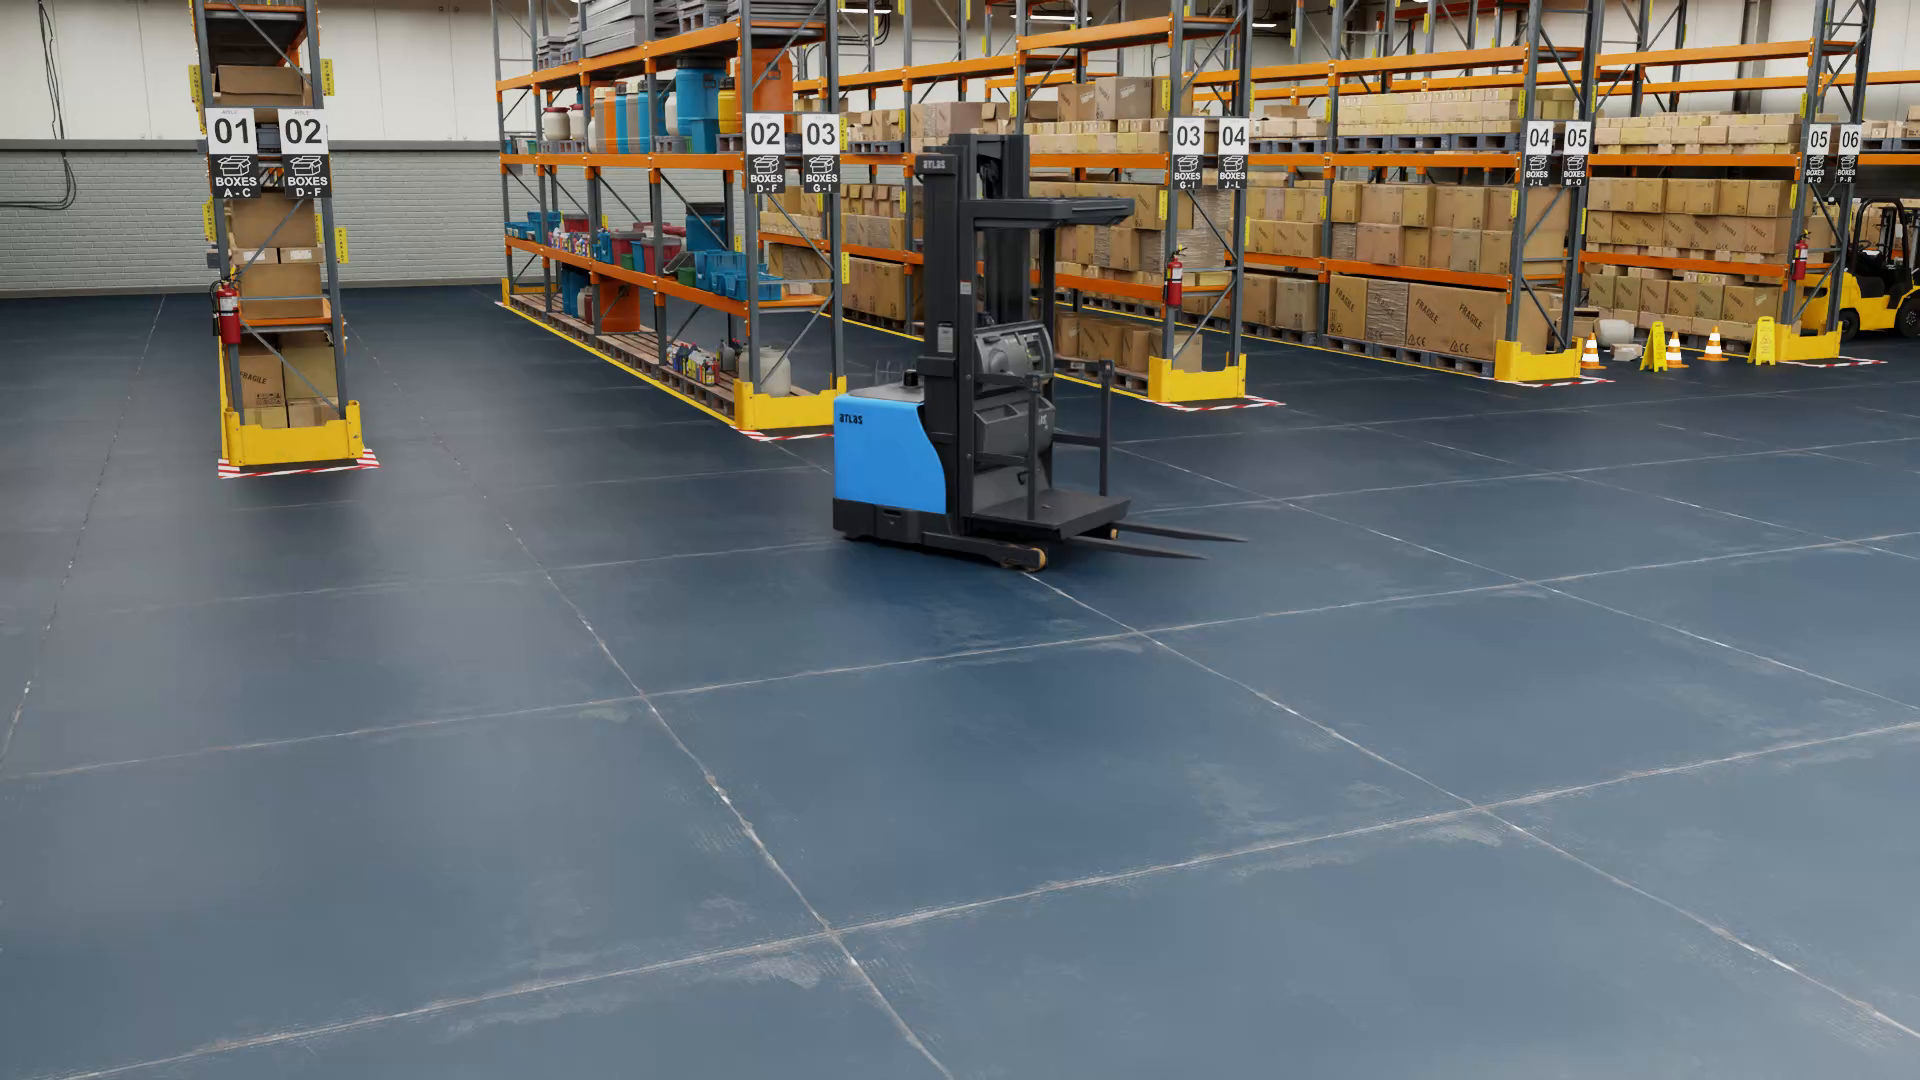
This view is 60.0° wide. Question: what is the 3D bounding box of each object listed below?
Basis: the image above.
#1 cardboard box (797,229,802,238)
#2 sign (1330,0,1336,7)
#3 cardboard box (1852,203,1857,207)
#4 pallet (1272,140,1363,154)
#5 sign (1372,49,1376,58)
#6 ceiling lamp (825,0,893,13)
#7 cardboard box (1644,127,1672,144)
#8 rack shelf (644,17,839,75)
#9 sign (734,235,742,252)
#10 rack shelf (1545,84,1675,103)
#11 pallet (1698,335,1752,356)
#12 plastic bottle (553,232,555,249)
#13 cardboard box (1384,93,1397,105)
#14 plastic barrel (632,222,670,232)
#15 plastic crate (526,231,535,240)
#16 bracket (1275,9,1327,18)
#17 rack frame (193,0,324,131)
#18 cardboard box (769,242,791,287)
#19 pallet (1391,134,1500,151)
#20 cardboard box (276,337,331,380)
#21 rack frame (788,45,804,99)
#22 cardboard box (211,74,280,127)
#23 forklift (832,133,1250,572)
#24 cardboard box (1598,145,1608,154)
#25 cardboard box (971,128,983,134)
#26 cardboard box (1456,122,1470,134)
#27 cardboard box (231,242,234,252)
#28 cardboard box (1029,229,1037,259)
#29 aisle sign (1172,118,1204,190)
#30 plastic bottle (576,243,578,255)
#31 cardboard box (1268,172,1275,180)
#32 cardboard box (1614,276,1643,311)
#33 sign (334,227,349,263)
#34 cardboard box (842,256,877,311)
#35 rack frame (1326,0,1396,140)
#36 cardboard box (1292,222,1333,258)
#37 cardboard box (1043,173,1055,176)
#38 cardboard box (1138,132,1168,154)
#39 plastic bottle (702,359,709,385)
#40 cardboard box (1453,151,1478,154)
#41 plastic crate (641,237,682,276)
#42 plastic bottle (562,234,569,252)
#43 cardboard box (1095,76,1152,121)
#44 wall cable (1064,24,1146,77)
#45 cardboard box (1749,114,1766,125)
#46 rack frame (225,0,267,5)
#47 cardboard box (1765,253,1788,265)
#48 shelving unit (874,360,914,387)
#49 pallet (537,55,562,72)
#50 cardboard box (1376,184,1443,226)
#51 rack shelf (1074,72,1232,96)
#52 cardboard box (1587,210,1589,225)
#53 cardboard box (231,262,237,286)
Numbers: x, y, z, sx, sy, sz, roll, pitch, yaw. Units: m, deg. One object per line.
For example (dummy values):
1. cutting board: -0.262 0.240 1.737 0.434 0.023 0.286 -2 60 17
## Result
1. cardboard box: -2.821 -5.725 31.012 0.380 0.149 0.250 -5 14 -22
2. sign: 5.311 -7.741 23.612 0.100 0.325 0.005 -6 14 -23
3. cardboard box: 14.999 -5.612 27.647 0.380 0.149 0.250 -6 14 -24
4. pallet: 5.391 -5.929 25.107 0.805 0.209 1.217 -6 14 -25
5. sign: 9.541 -11.140 38.297 0.100 0.325 0.005 -6 14 -23
6. ceiling lamp: -2.341 -12.978 35.542 2.000 3.185 0.800 -6 14 -23
7. cardboard box: 10.628 -6.051 24.883 0.500 0.250 0.500 -5 14 -22
8. rack shelf: -2.519 -5.466 18.511 1.077 0.370 4.000 -6 14 -23
9. sign: -2.811 -3.684 21.020 0.100 0.325 0.005 -6 14 -23
10. rack shelf: 12.442 -8.910 33.393 1.077 0.370 4.000 -6 14 -23
11. pallet: 11.577 -2.846 24.197 1.003 0.211 1.213 -6 14 -23
12. plastic bottle: -6.613 -4.907 27.206 0.097 0.271 0.097 0 13 0
13. cardboard box: 6.048 -6.040 22.799 0.380 0.149 0.250 -5 14 -22
14. plastic barrel: -4.459 -4.326 24.106 0.600 0.536 0.708 -6 14 -23
15. plastic crate: -7.497 -5.388 29.448 0.293 0.136 0.466 -6 14 -23
16. bracket: 8.173 -13.718 43.701 0.076 0.066 5.218 -6 14 -23
17. rack frame: -6.258 -5.151 14.669 1.000 3.000 0.127 -6 14 -23
18. cardboard box: -3.259 -5.472 33.143 0.875 0.875 0.875 -6 14 -23
19. pallet: 6.606 -5.372 22.475 1.003 0.211 1.213 -6 14 -23
20. cardboard box: -6.683 -1.795 16.976 0.500 0.500 0.500 -6 14 -23
21. rack frame: -3.589 -9.351 32.815 1.000 3.000 0.127 -6 14 -23
22. cardboard box: -7.316 -4.488 16.984 0.797 0.503 0.637 -4 14 -17
23. forklift: 0.555 -1.344 11.677 3.031 2.935 1.130 9 16 33
24. cardboard box: 10.198 -6.095 25.959 0.380 0.149 0.250 -6 14 -24
25. cardboard box: 0.376 -5.879 24.055 0.380 0.166 0.250 -6 14 -25
26. cardboard box: 6.658 -5.337 21.530 0.380 0.149 0.250 -5 14 -22
27. cardboard box: -6.998 -2.868 16.449 0.380 0.149 0.250 -5 14 -21
28. cardboard box: 1.342 -4.044 22.309 0.875 0.500 0.500 -6 14 -23
29. aisle sign: 2.571 -4.349 18.743 0.394 0.787 0.004 -6 14 -23
30. plastic bottle: -5.831 -4.470 25.471 0.097 0.201 0.097 0 13 0
31. cardboard box: 6.582 -7.500 34.246 0.380 0.149 0.250 -6 14 -23
32. cardboard box: 10.513 -3.818 25.719 0.500 0.500 0.500 -5 14 -21
33. sign: -5.747 -2.738 15.450 0.100 0.325 0.005 -6 14 -23
34. cardboard box: -1.353 -4.456 28.752 1.225 0.875 0.875 -6 14 -25
35. rack frame: 5.803 -7.299 23.948 1.000 3.000 0.127 -6 14 -23
36. cardboard box: 5.349 -4.508 24.975 0.500 0.500 0.500 -6 14 -23
37. cardboard box: 1.951 -6.889 32.382 0.500 0.500 0.500 -6 14 -25
38. cardboard box: 2.395 -4.587 19.218 0.500 0.250 0.500 -5 14 -22
39. plastic bottle: -2.918 -1.928 19.098 0.061 0.283 0.133 -5 14 -22
40. cardboard box: 9.067 -6.984 29.018 0.700 0.500 0.500 -6 14 -23
41. plastic crate: -3.794 -3.605 21.152 0.402 0.464 0.583 -6 14 -23
42. plastic bottle: -6.224 -4.725 26.406 0.152 0.276 0.135 -6 14 -23
43. cardboard box: 1.968 -5.318 20.054 0.500 0.500 0.500 -6 14 -23
44. wall cable: 3.645 -11.463 41.941 2.355 3.000 0.029 -6 14 -23
45. cardboard box: 11.308 -5.896 23.329 0.380 0.149 0.250 -6 14 -24
46. rack frame: -11.065 -7.630 25.381 1.000 3.000 0.127 -6 14 -23
47. cardboard box: 11.555 -3.953 23.355 0.380 0.149 0.250 -5 14 -21
48. shelving unit: -0.552 -0.815 13.192 0.258 1.200 0.189 6 6 26
49. pallet: -6.165 -7.622 26.651 1.003 0.211 1.213 -6 14 -23
50. cardboard box: 6.337 -4.669 23.162 0.875 0.550 0.550 -6 14 -23
51. rack shelf: 3.400 -7.993 29.430 1.077 0.370 4.000 -6 14 -23
52. cardboard box: 9.903 -5.317 26.877 0.500 0.500 0.500 -6 14 -24
53. cardboard box: -8.380 -3.154 19.645 0.396 0.266 0.258 -6 14 -24
